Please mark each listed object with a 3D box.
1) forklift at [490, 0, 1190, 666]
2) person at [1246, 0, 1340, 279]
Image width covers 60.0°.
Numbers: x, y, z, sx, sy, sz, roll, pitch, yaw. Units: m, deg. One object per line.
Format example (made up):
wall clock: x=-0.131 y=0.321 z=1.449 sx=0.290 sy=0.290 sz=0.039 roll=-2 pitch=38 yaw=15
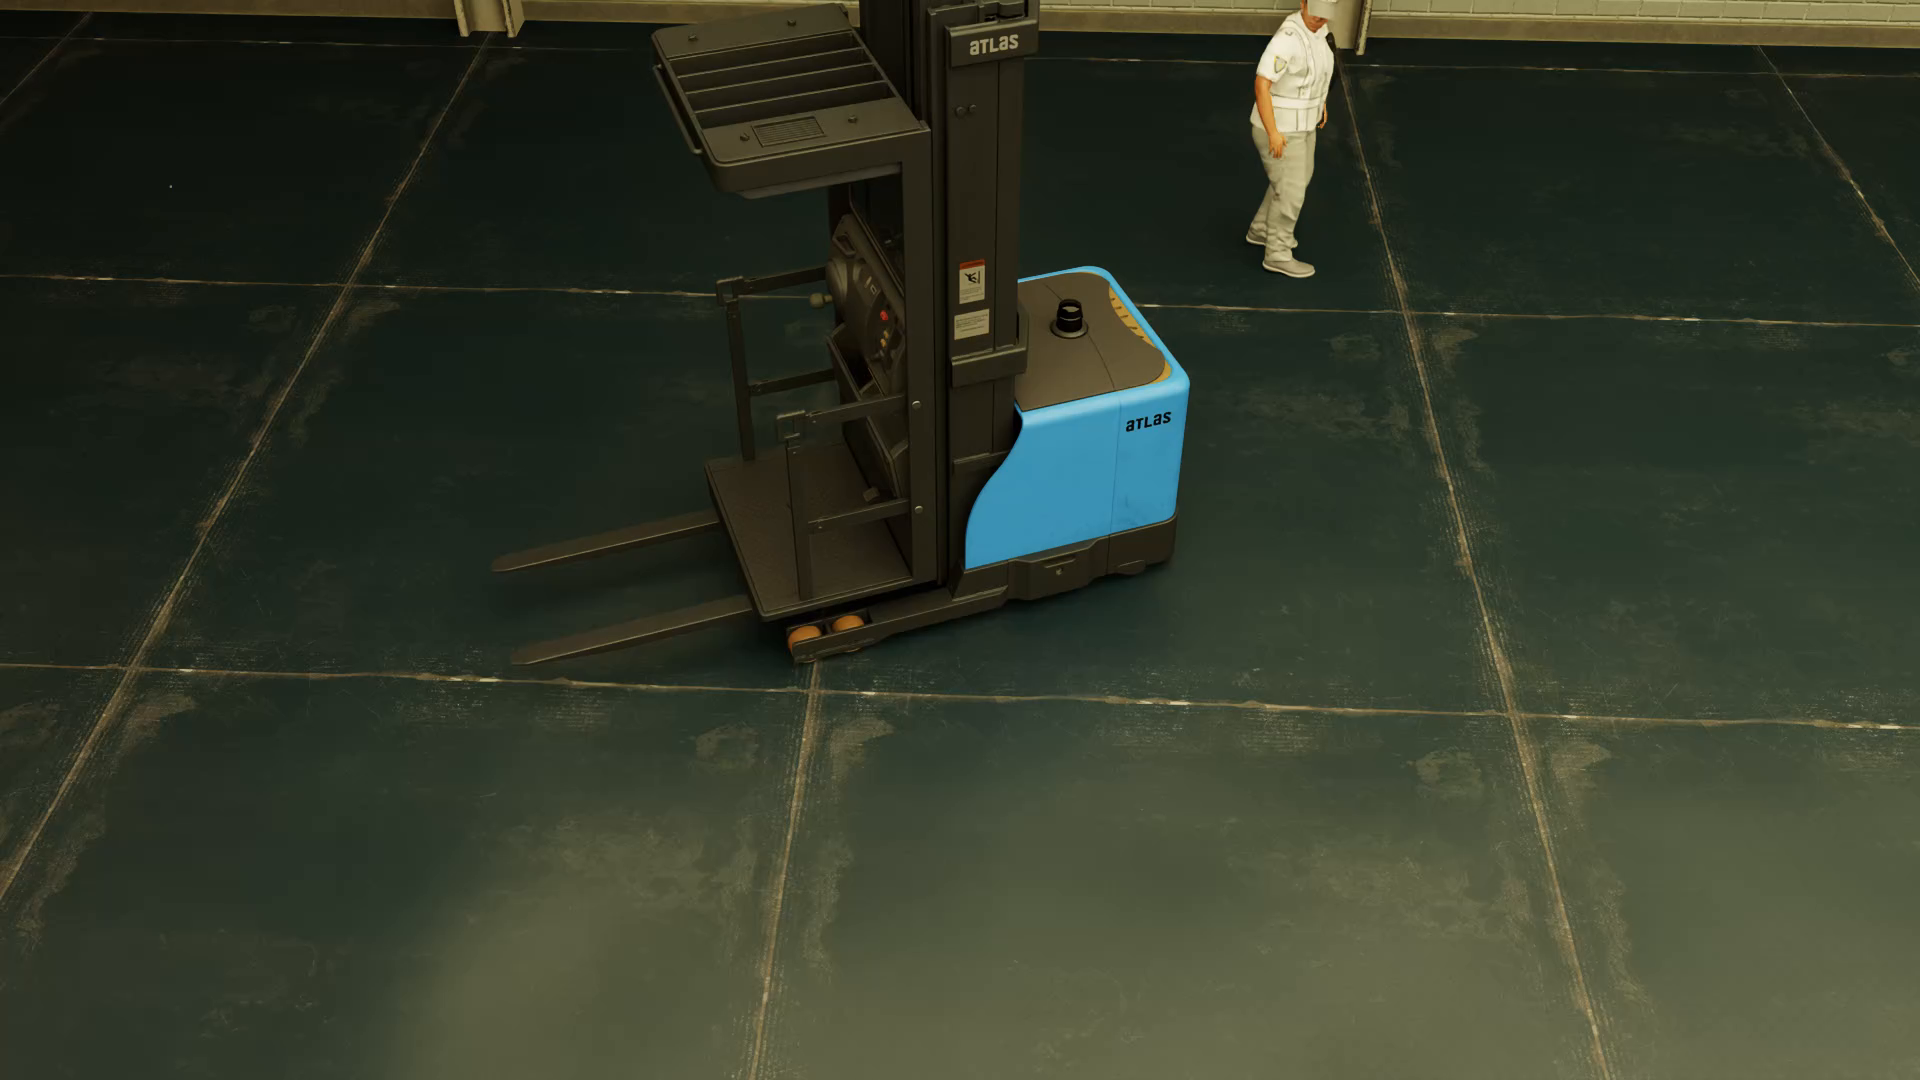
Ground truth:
forklift: x=-0.573 y=-0.945 z=6.778 sx=3.031 sy=2.935 sz=1.130 roll=-13 pitch=44 yaw=-14
person: x=1.881 y=-2.296 z=9.213 sx=0.508 sy=1.648 sz=0.685 roll=19 pitch=46 yaw=19
